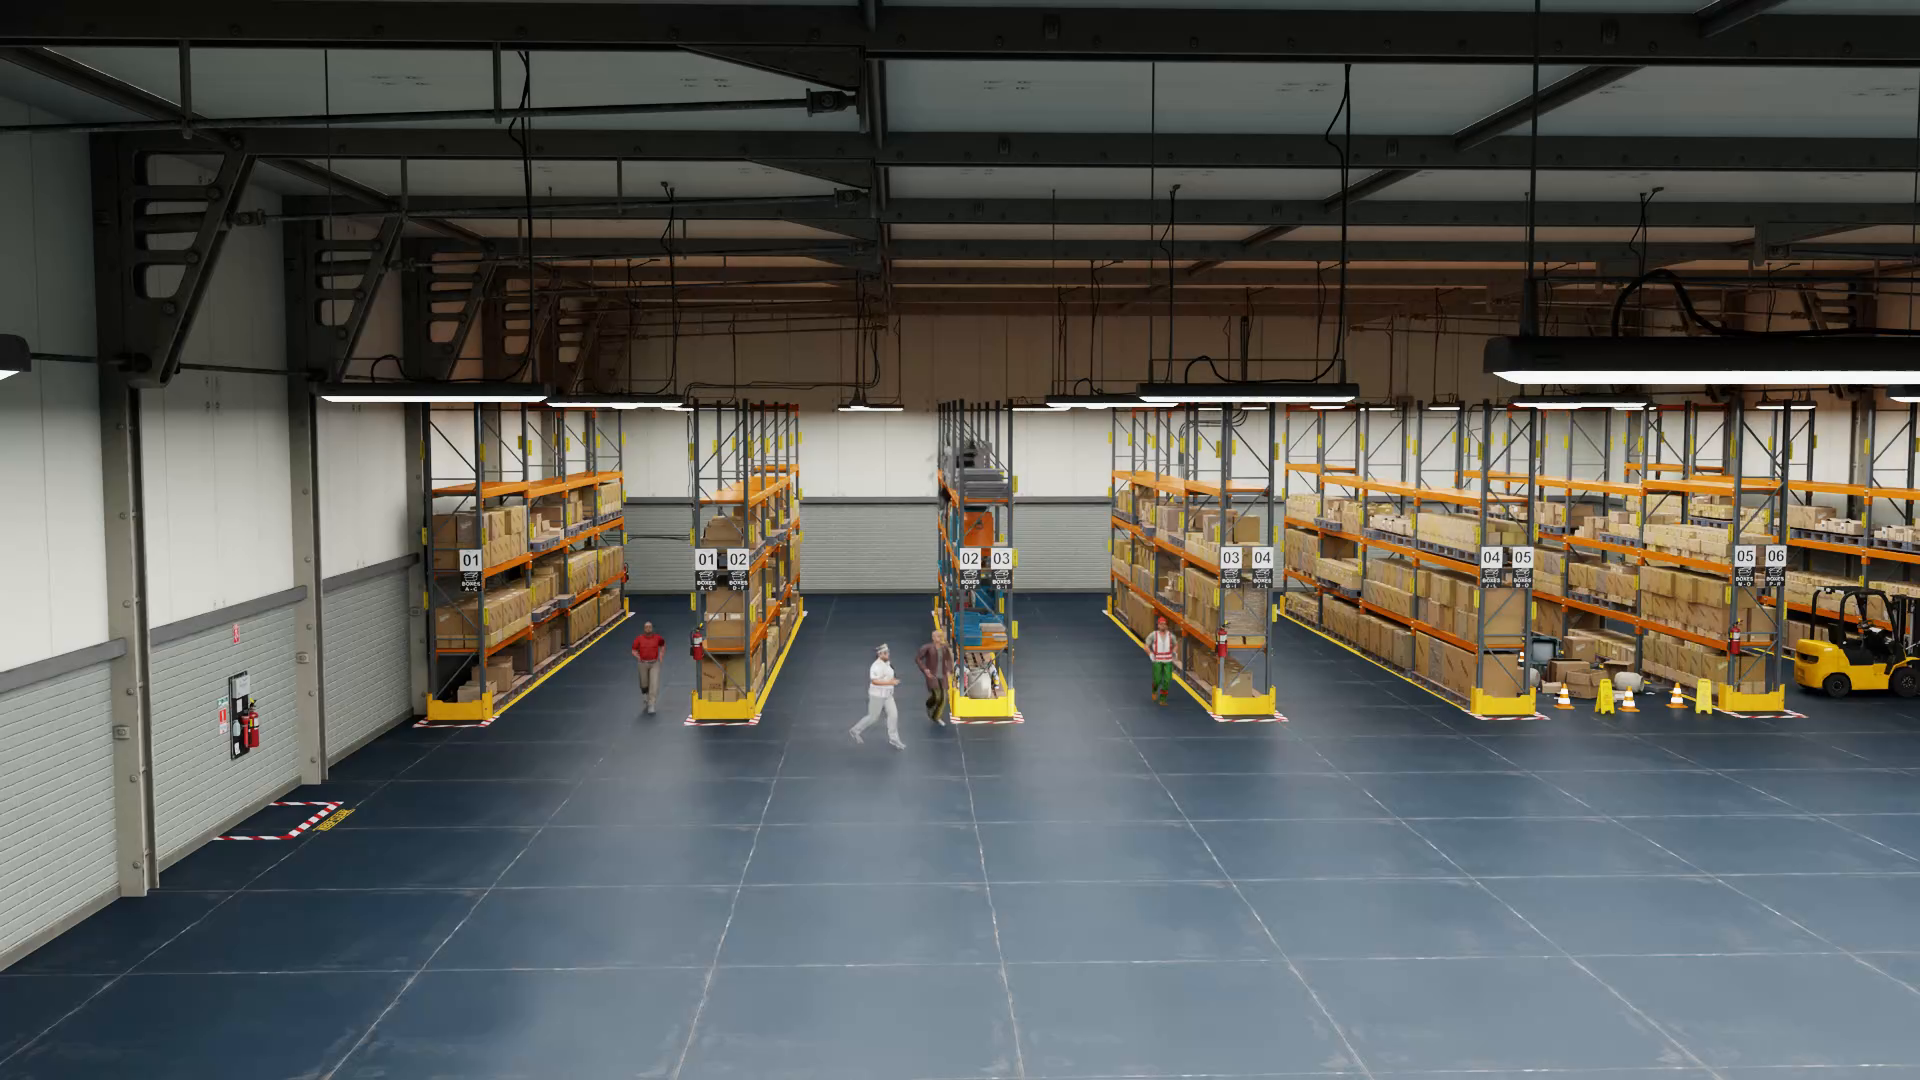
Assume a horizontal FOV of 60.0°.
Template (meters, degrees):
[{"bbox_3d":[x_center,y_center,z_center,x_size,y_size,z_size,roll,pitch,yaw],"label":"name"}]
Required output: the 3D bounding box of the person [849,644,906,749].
[{"bbox_3d":[-1.393,2.671,28.516,0.983,1.814,0.672,2,5,26],"label":"person"}]

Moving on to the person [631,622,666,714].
[{"bbox_3d":[-6.004,2.436,32.109,0.663,1.722,0.901,-1,4,-11],"label":"person"}]

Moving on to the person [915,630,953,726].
[{"bbox_3d":[-0.438,2.536,30.674,0.744,1.745,0.578,-2,5,-29],"label":"person"}]

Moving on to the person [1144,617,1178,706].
[{"bbox_3d":[3.961,2.381,32.551,0.652,1.736,0.584,-1,4,-7],"label":"person"}]
